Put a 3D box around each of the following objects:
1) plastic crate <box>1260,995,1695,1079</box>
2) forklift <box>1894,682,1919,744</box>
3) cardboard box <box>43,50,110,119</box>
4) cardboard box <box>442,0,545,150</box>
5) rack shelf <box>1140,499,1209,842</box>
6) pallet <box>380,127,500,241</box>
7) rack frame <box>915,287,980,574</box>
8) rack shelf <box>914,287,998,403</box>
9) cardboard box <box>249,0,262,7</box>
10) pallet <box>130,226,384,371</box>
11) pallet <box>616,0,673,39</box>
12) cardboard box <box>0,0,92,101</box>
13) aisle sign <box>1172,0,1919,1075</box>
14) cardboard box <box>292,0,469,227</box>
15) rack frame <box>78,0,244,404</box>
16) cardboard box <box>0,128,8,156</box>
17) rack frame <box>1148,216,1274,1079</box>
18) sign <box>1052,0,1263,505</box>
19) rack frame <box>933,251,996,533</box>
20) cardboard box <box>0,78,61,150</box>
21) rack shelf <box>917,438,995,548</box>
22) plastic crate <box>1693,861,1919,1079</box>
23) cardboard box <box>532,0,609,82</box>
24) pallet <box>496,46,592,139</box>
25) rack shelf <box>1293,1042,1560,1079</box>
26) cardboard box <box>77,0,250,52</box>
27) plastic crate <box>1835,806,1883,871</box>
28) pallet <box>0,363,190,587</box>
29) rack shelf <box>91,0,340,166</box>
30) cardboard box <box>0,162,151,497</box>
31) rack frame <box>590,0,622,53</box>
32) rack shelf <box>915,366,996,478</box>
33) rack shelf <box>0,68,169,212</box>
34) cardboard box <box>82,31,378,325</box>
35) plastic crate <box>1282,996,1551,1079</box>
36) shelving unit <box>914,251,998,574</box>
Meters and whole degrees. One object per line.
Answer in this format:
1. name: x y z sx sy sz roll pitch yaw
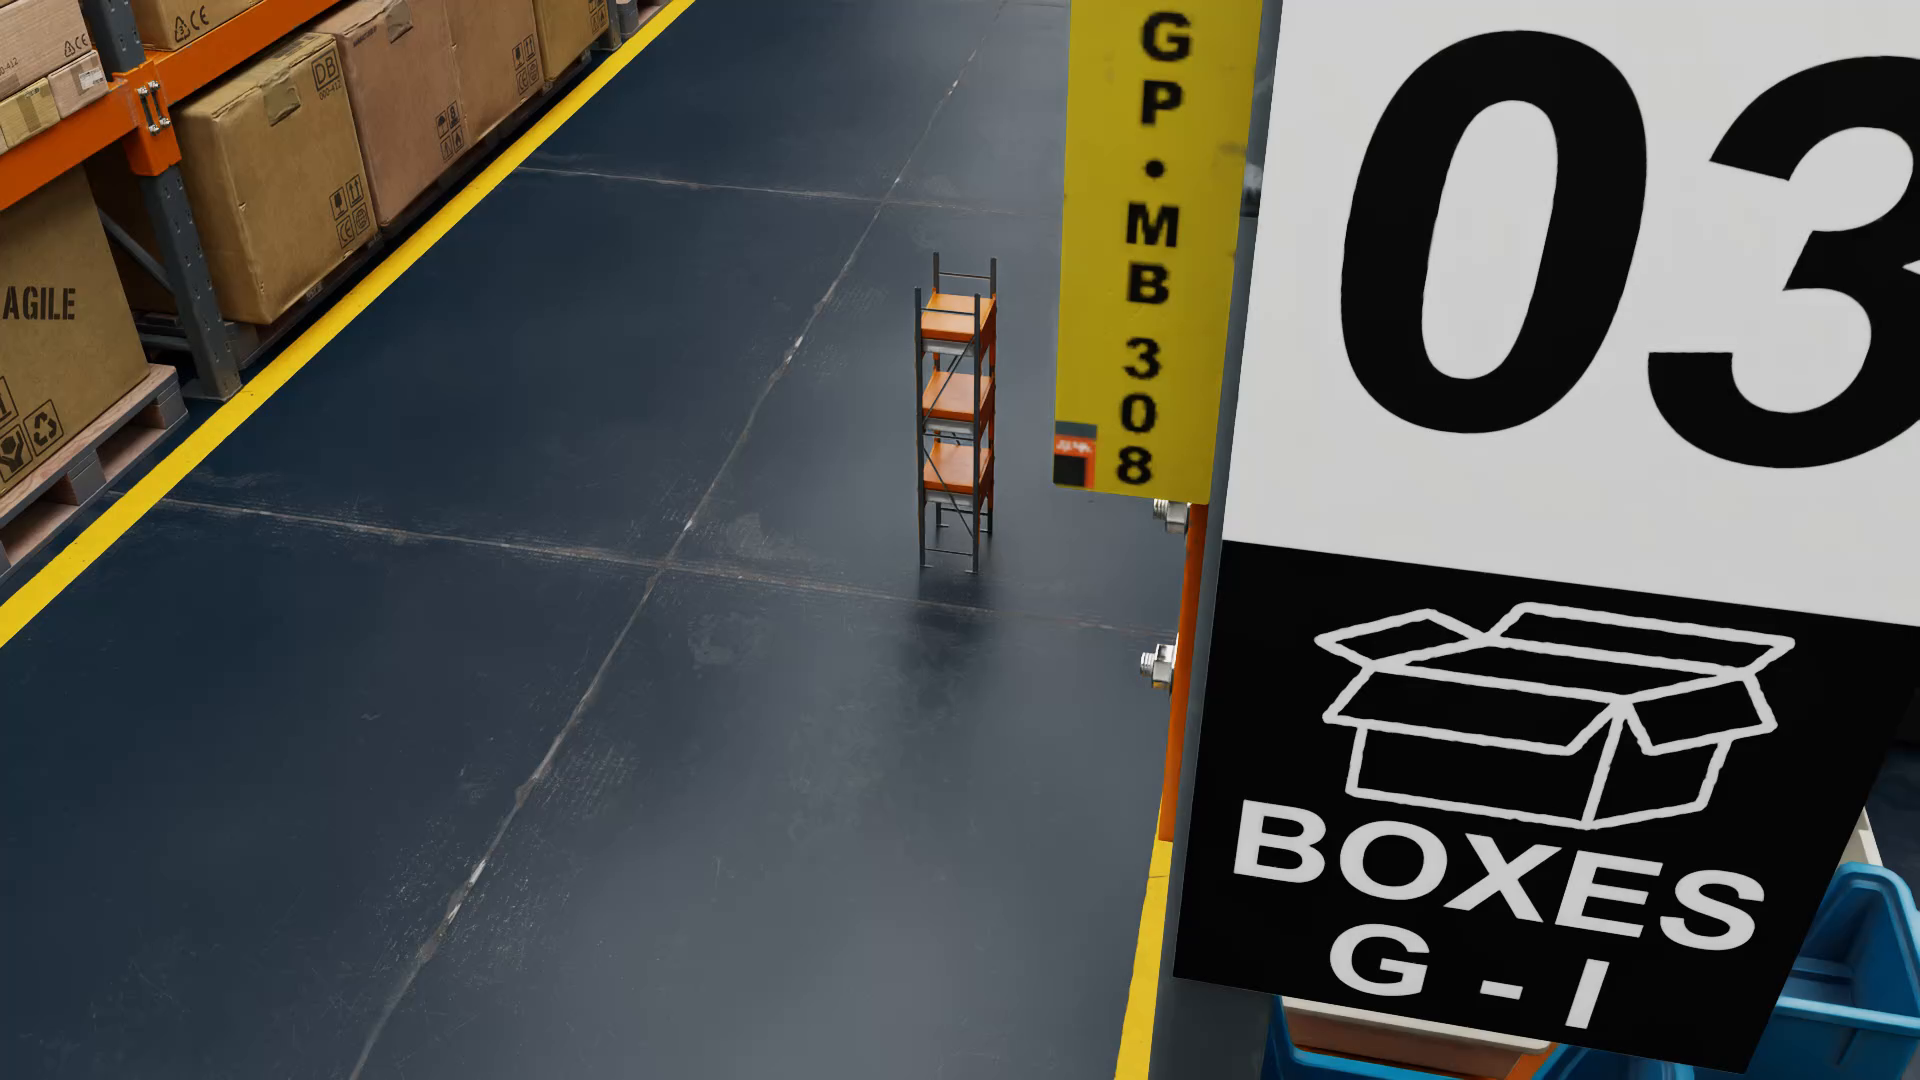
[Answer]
1. plastic crate: 0.538 0.817 1.985 0.616 0.435 0.499 7 37 10
2. forklift: 3.514 -1.337 5.097 1.130 2.935 3.031 10 37 13
3. cardboard box: -3.081 -1.525 5.513 0.380 0.149 0.250 8 37 10
4. cardboard box: -2.847 -2.543 8.155 1.225 0.875 0.875 7 37 10
5. rack shelf: 1.076 -0.999 2.629 1.077 0.370 4.000 7 37 10
6. pallet: -2.986 -1.867 8.146 1.003 0.211 1.213 7 37 10
7. rack frame: -0.037 -0.324 5.303 0.200 1.050 0.008 7 37 10
8. rack shelf: -0.011 -0.616 5.239 0.215 0.259 0.240 7 37 10
9. cardboard box: -2.887 -2.404 6.426 0.500 0.500 0.500 7 37 10
10. pallet: -3.245 -1.166 7.178 1.003 0.211 1.213 7 37 10
11. pallet: -2.313 -3.455 10.337 1.003 0.211 1.213 7 37 10
12. cardboard box: -3.174 -1.617 5.299 0.500 0.250 0.500 7 36 9
13. aisle sign: 0.347 0.023 0.947 0.394 0.787 0.004 7 37 10
14. cardboard box: -3.029 -2.035 7.454 1.225 0.875 0.875 6 36 8
15. rack frame: -3.336 -1.843 5.737 1.000 3.000 0.127 7 37 10
16. cardboard box: -3.191 -1.231 5.106 0.380 0.149 0.250 7 36 9
17. rack frame: 0.649 1.071 1.716 1.000 3.000 0.127 7 37 10
18. sign: 0.108 -0.161 0.949 0.100 0.325 0.005 7 37 10
19. rack frame: 0.015 -0.464 5.496 0.200 1.050 0.008 7 37 10
20. cardboard box: -3.136 -1.377 5.309 0.380 0.149 0.250 8 37 11
21. rack shelf: -0.011 -0.161 5.569 0.215 0.259 0.240 7 37 10
22. plastic crate: 1.163 0.637 2.407 0.416 0.233 0.300 7 37 10
23. cardboard box: -2.649 -3.053 8.859 1.225 0.875 0.875 6 36 8
24. pallet: -2.723 -2.565 9.109 1.003 0.211 1.213 7 37 10
25. rack shelf: 1.076 0.216 3.509 1.077 0.370 4.000 7 37 10
26. cardboard box: -2.993 -2.116 6.028 0.500 0.500 0.500 7 37 10
27. plastic crate: 1.317 0.491 2.690 0.250 0.136 0.298 7 37 10
28. pallet: -3.575 -0.288 5.967 1.003 0.211 1.213 7 37 10
29. rack shelf: -2.909 -2.698 7.530 1.077 0.370 4.000 7 37 10
30. cardboard box: -3.555 -0.784 5.729 0.875 0.875 0.875 7 37 10
31. rack frame: -2.481 -4.136 8.901 1.000 3.000 0.127 7 37 10
32. rack shelf: -0.011 -0.386 5.406 0.215 0.259 0.240 7 37 10
33. rack shelf: -3.763 -0.405 4.366 1.077 0.370 4.000 7 37 10
34. cardboard box: -3.219 -1.522 6.747 1.225 0.875 0.875 7 37 10
35. plastic crate: 0.646 0.663 2.452 0.396 0.136 0.243 7 37 10
36. shelving unit: -0.011 -0.394 5.400 0.215 1.050 0.252 7 37 10
